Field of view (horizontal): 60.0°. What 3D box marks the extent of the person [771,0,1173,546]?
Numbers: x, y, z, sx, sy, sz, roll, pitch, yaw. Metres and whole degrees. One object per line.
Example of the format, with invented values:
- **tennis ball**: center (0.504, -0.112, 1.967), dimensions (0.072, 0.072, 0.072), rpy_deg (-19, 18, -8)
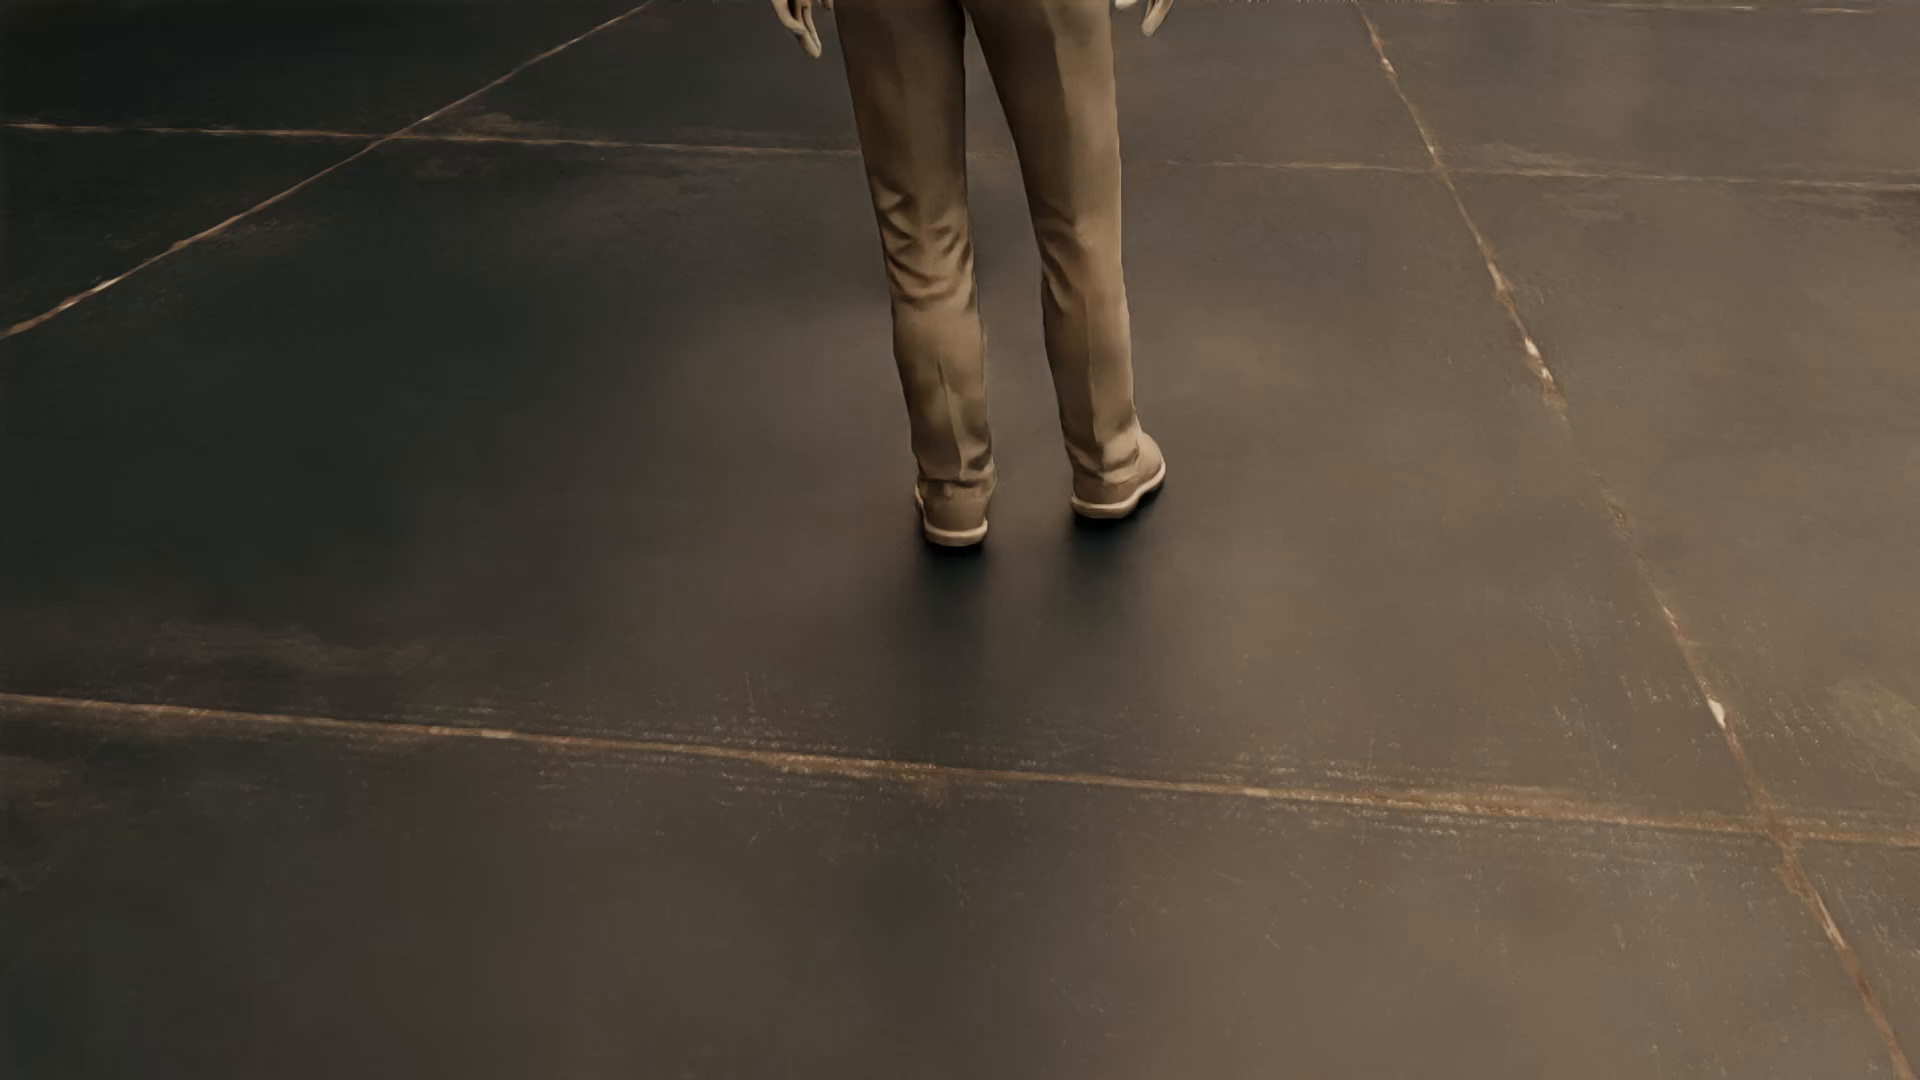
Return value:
- **person**: center (0.016, -0.794, 2.178), dimensions (0.586, 1.695, 0.532), rpy_deg (3, 27, 7)
